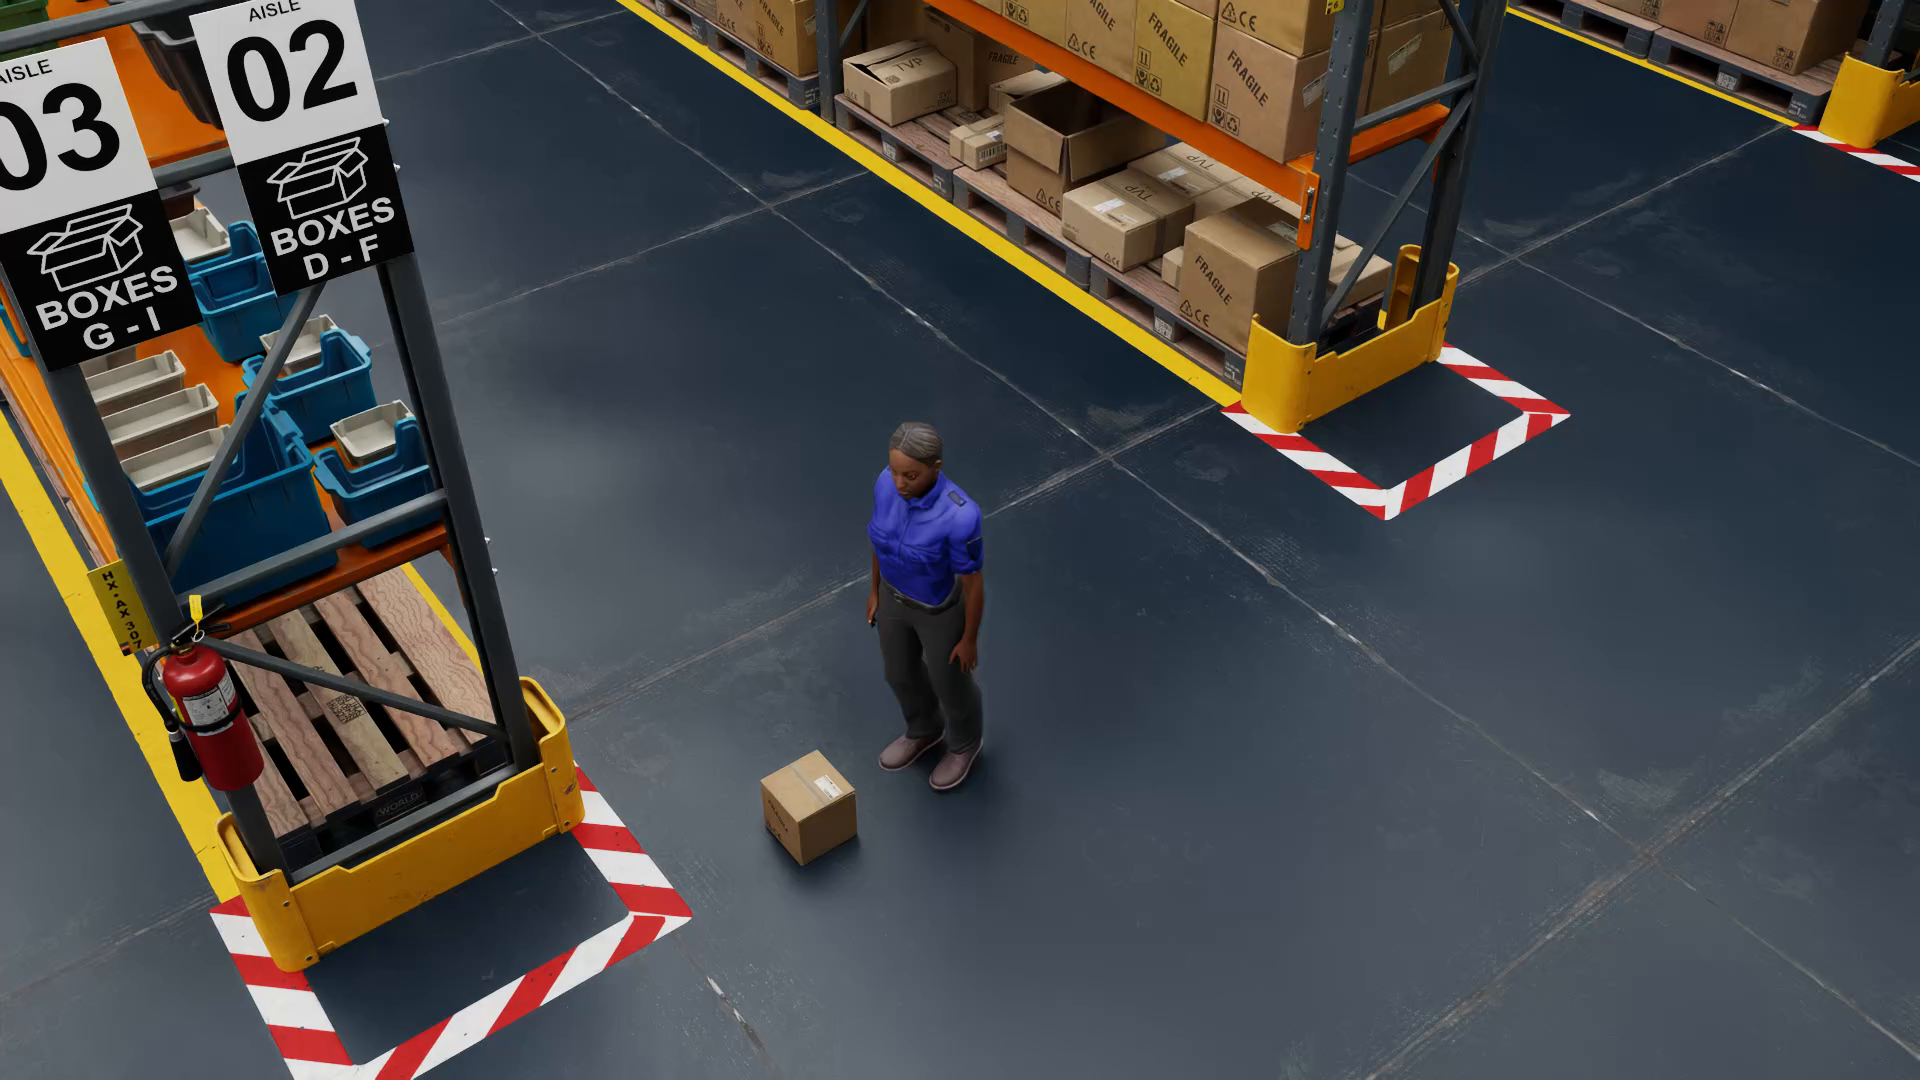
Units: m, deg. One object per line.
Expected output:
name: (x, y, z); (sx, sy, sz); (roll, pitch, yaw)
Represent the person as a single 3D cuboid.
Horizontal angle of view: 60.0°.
person: (-0.097, 0.242, 5.880); (0.488, 1.682, 0.376); (27, 47, 28)
